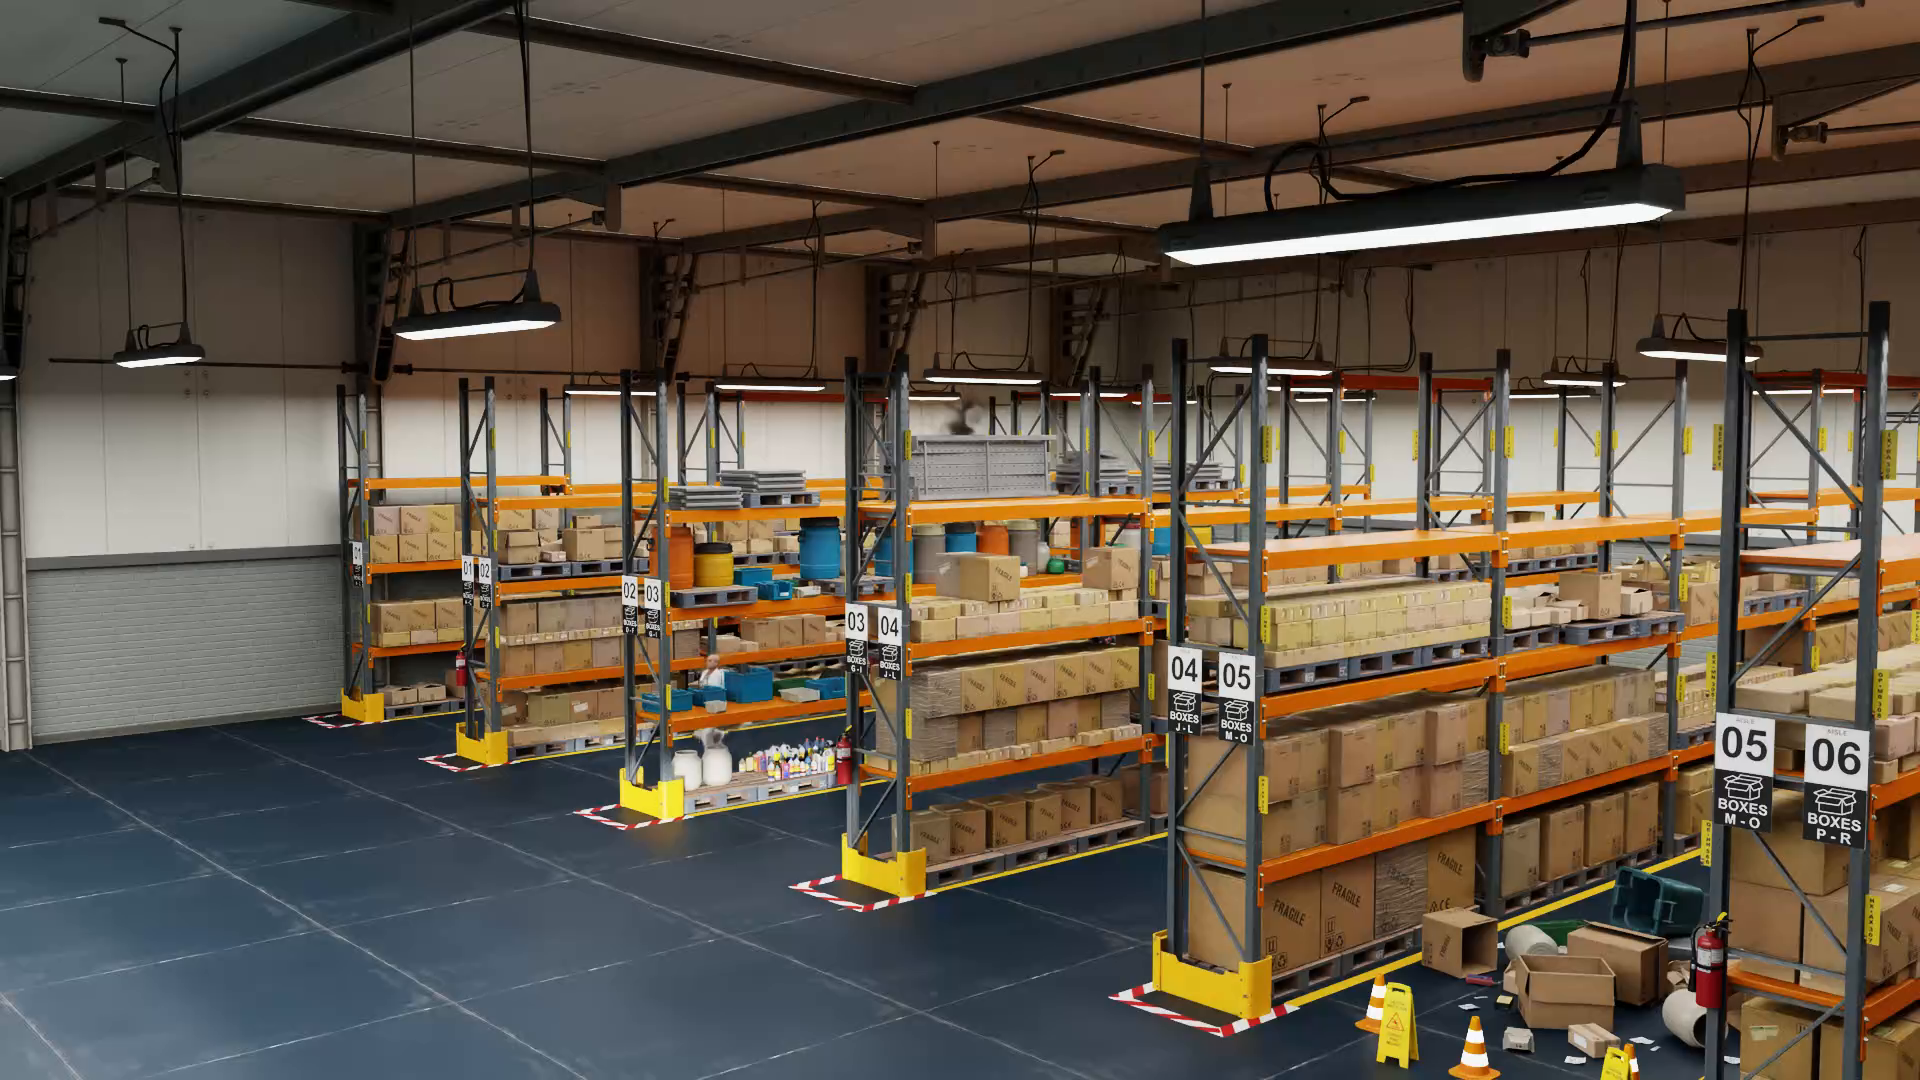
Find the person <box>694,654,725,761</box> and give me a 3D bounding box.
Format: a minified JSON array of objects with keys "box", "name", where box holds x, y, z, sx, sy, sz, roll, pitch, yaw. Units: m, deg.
[{"box":[-3.815,2.625,25.701,0.724,1.730,0.630,3,5,38],"name":"person"}]
